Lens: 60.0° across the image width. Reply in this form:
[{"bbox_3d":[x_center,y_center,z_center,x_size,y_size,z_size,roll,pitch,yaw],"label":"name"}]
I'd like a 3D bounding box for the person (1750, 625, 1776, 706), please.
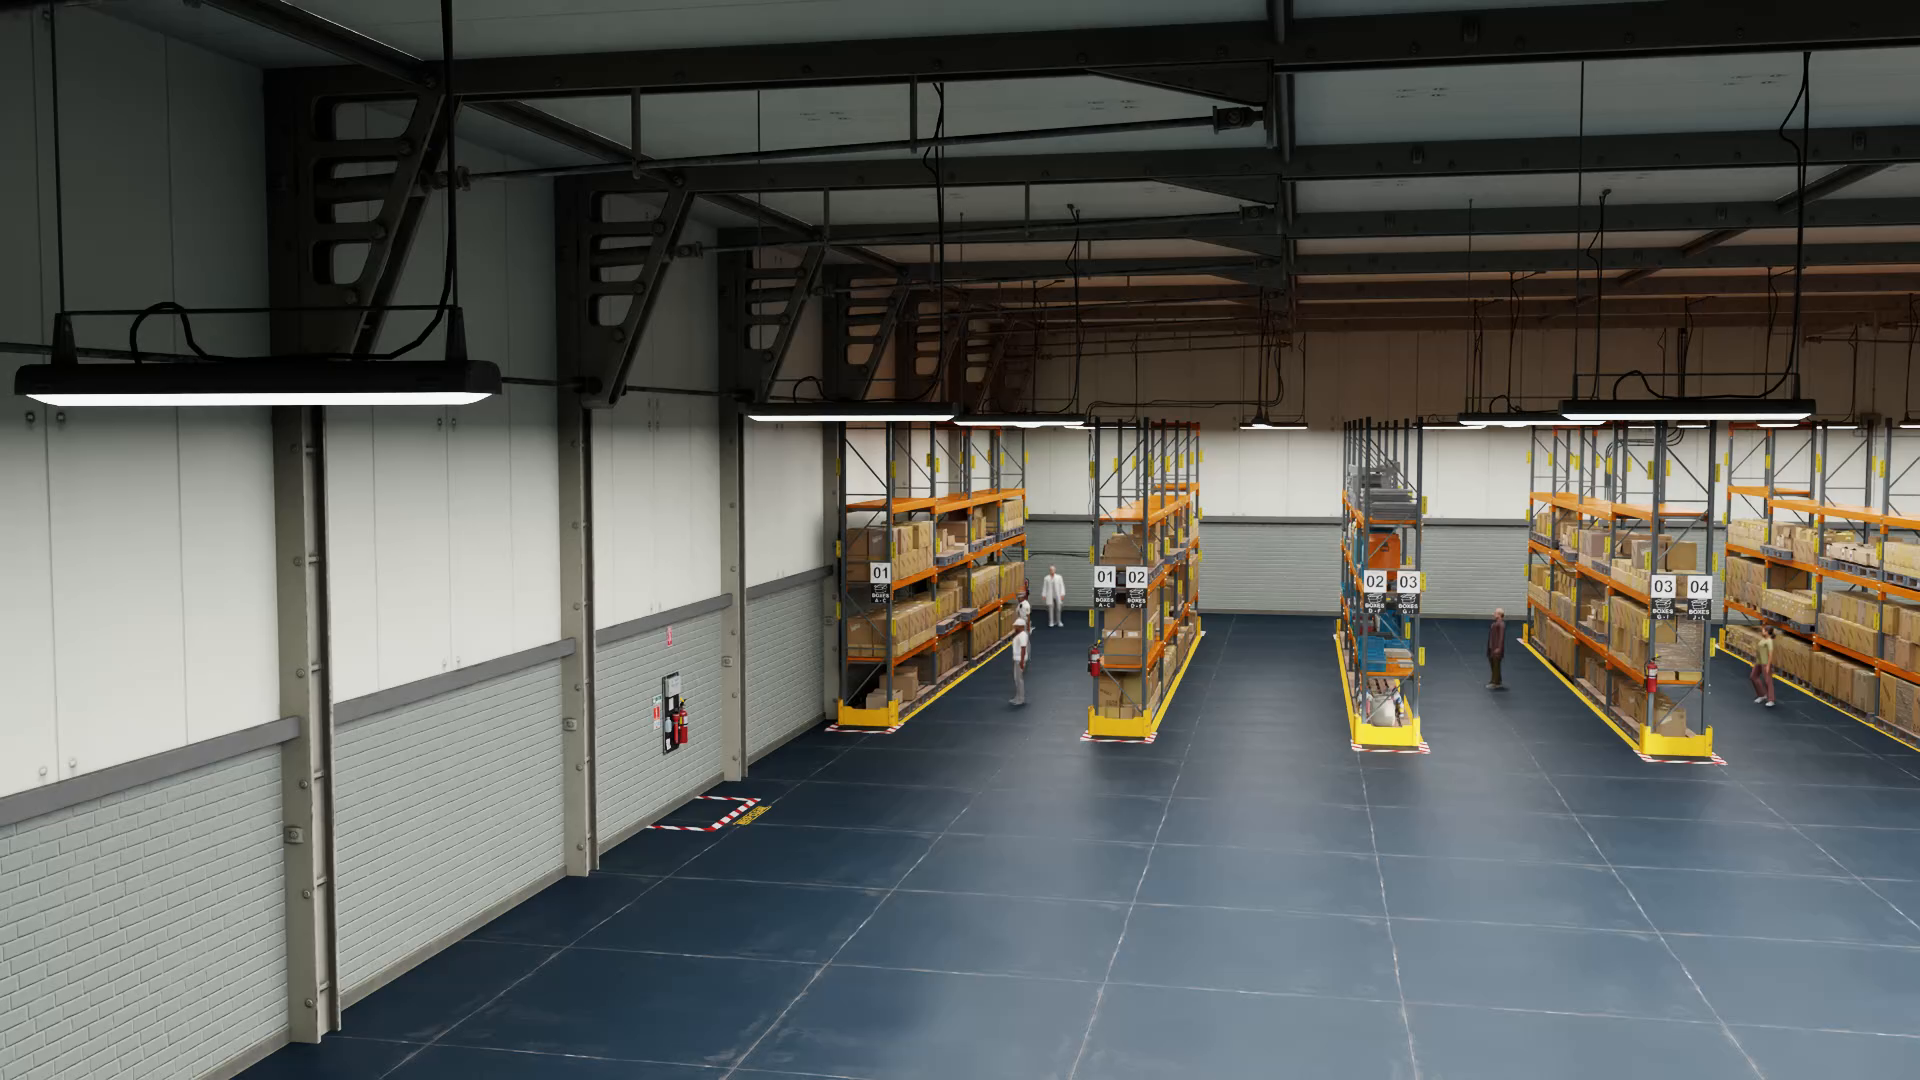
[{"bbox_3d":[16.877,2.622,34.861,0.350,1.681,0.619,0,4,-4],"label":"person"}]

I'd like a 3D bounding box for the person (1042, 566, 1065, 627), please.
[{"bbox_3d":[2.742,1.670,48.869,0.679,1.797,0.426,-1,4,-11],"label":"person"}]

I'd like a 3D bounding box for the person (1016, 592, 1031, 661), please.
[{"bbox_3d":[1.524,2.080,40.014,0.376,1.665,0.532,-1,4,-16],"label":"person"}]

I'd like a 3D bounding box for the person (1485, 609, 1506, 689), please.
[{"bbox_3d":[11.986,2.427,37.287,0.605,1.785,0.581,-1,4,-18],"label":"person"}]

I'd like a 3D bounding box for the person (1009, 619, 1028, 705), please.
[{"bbox_3d":[1.239,2.577,35.216,0.403,1.811,0.627,0,4,-1],"label":"person"}]
